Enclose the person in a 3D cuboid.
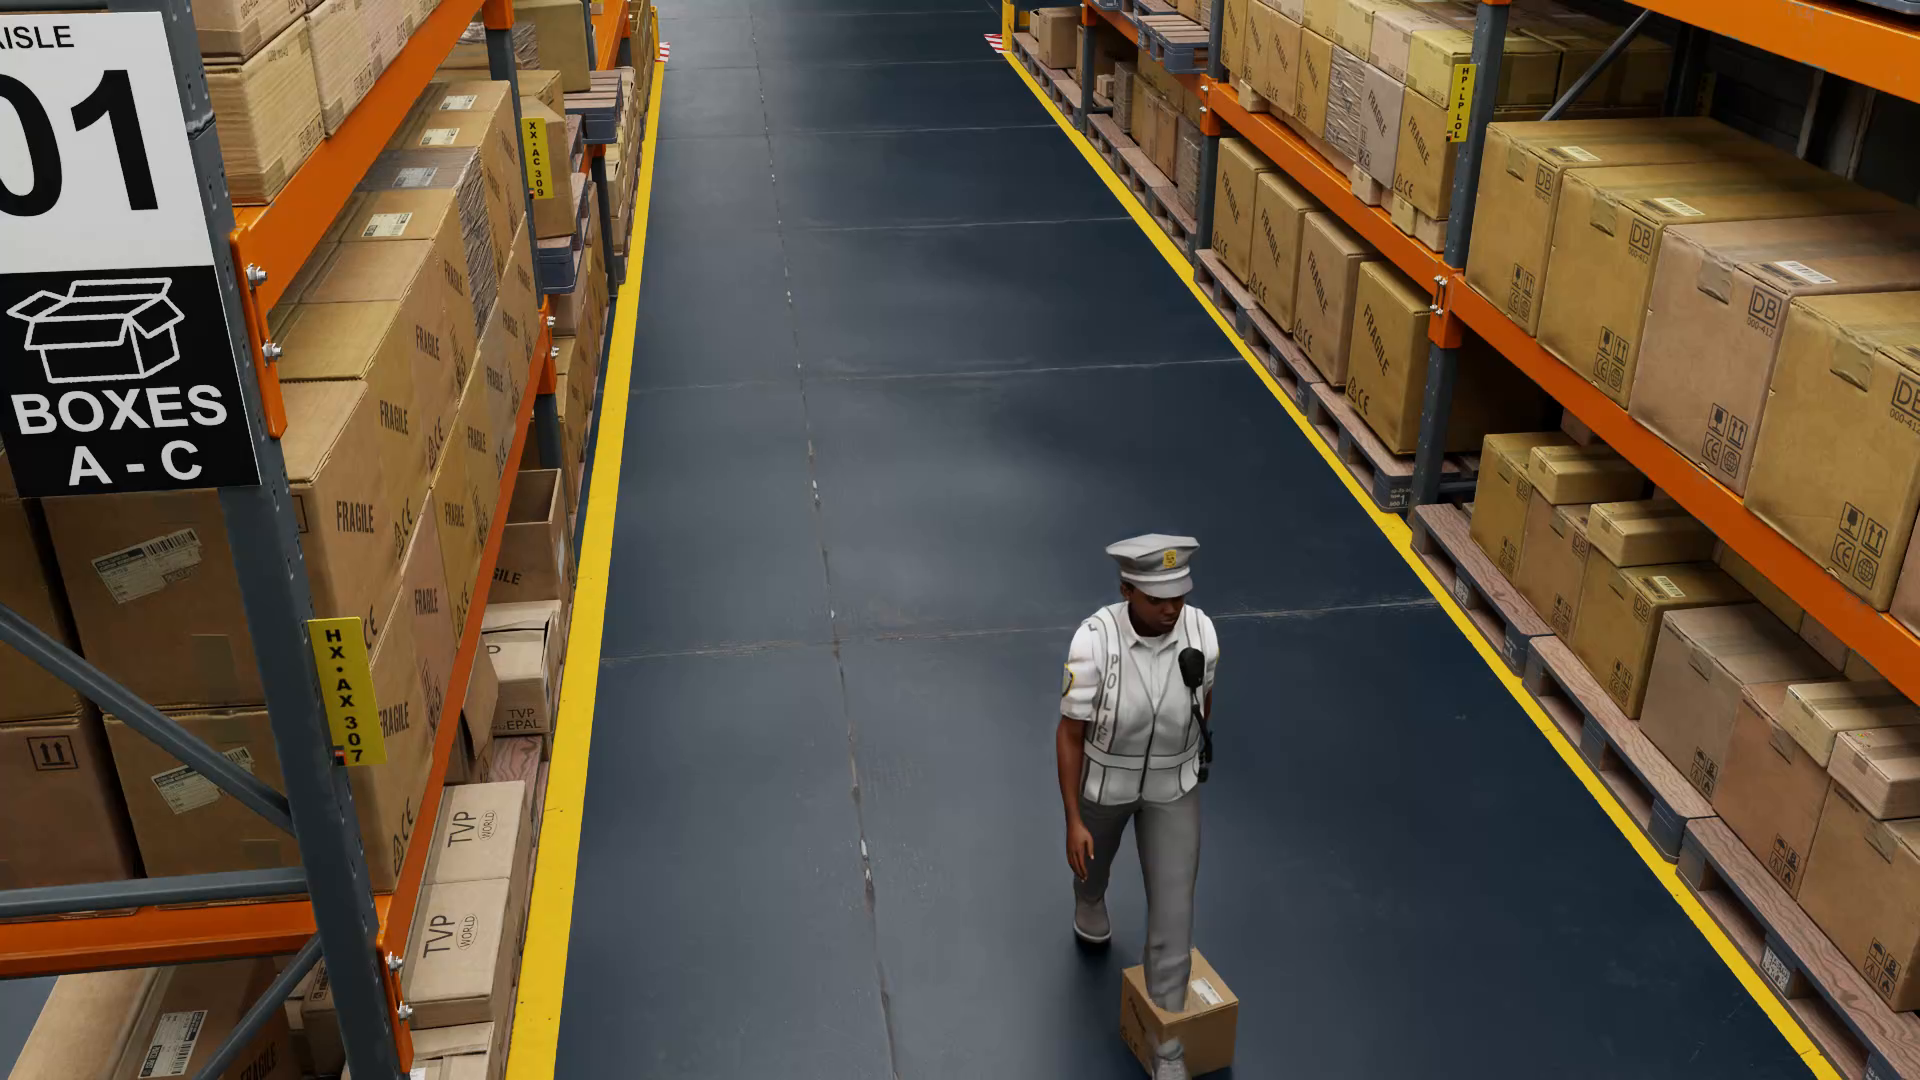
[{"bbox_3d":[0.499,0.697,4.737,0.474,1.615,1.030,-2,27,-3],"label":"person"}]
